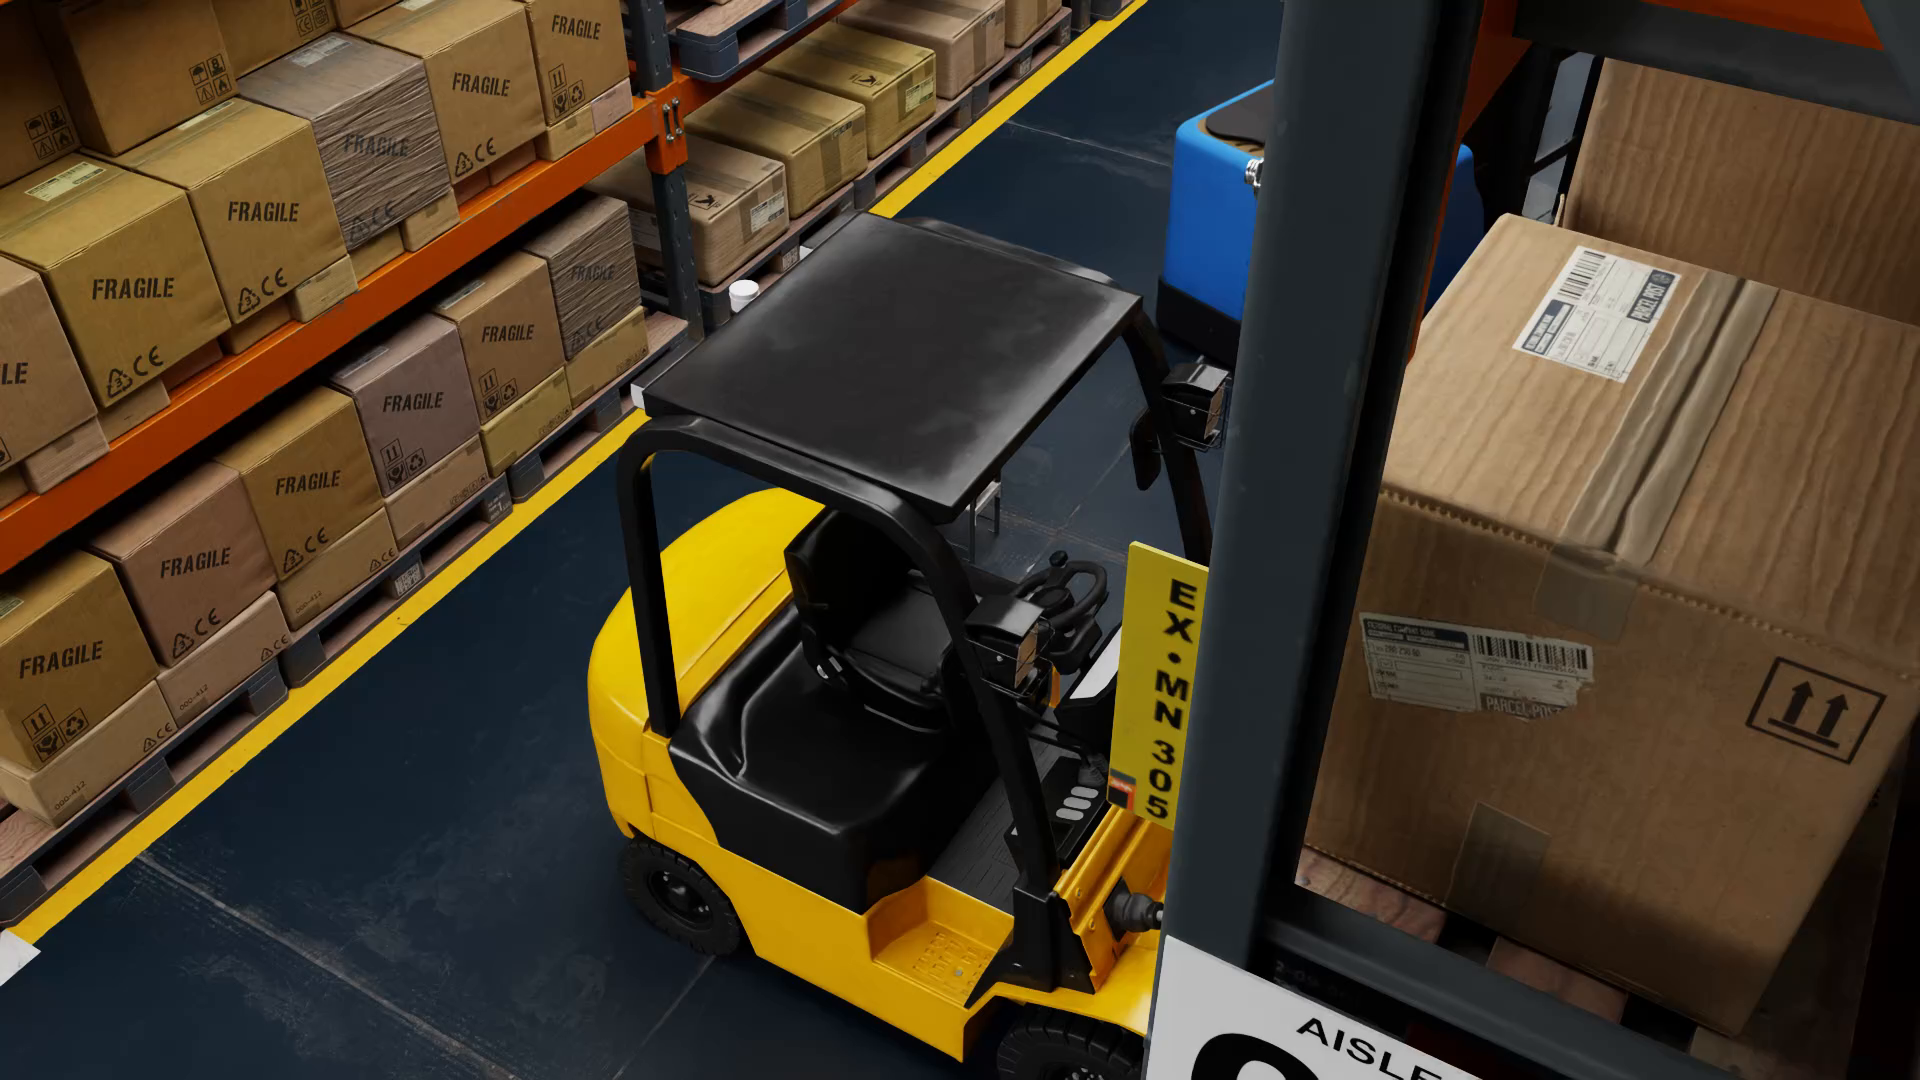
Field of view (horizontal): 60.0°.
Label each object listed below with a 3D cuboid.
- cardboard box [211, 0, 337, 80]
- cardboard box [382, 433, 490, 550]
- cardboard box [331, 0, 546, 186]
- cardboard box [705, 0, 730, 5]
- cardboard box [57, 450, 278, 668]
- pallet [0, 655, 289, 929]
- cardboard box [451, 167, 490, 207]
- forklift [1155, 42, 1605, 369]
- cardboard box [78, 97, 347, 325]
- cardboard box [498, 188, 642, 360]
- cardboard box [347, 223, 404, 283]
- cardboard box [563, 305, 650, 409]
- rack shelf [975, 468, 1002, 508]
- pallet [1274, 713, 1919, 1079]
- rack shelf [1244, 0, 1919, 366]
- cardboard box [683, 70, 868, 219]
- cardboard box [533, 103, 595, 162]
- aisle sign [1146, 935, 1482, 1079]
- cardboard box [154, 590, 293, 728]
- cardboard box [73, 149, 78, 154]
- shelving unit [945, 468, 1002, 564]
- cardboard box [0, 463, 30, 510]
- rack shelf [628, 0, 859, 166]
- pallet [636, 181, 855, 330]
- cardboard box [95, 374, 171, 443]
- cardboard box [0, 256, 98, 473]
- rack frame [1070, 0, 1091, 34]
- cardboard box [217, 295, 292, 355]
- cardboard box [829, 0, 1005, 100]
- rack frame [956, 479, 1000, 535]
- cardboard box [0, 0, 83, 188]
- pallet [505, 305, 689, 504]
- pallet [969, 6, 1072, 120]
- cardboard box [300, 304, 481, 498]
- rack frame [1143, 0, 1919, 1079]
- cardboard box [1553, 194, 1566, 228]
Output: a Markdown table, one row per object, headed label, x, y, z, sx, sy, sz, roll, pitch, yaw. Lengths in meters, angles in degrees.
| label | x | y | z | sx | sy | sz | roll | pitch | yaw |
| --- | --- | --- | --- | --- | --- | --- | --- | --- | --- |
| cardboard box | -2.610 | -1.954 | 5.642 | 0.700 | 0.500 | 0.500 | 20 | 45 | 21 |
| cardboard box | -2.232 | -0.274 | 6.554 | 0.500 | 0.250 | 0.500 | 22 | 46 | 23 |
| cardboard box | -1.911 | -1.689 | 6.097 | 0.500 | 0.500 | 0.500 | 22 | 46 | 23 |
| cardboard box | -1.103 | -2.448 | 7.132 | 0.380 | 0.149 | 0.250 | 22 | 46 | 23 |
| cardboard box | -2.742 | 0.024 | 5.648 | 0.500 | 0.500 | 0.500 | 19 | 45 | 21 |
| pallet | -3.179 | 0.666 | 5.834 | 1.003 | 0.211 | 1.213 | 21 | 45 | 22 |
| cardboard box | -2.003 | -1.388 | 6.246 | 0.380 | 0.149 | 0.250 | 20 | 45 | 21 |
| forklift | 2.338 | -2.512 | 7.385 | 3.031 | 2.935 | 1.130 | -32 | 50 | -31 |
| cardboard box | -2.419 | -1.096 | 5.424 | 0.500 | 0.500 | 0.500 | 20 | 45 | 21 |
| cardboard box | -1.716 | -1.153 | 6.985 | 0.500 | 0.500 | 0.500 | 20 | 45 | 22 |
| cardboard box | -2.209 | -1.075 | 5.891 | 0.380 | 0.149 | 0.250 | 20 | 45 | 21 |
| cardboard box | -1.716 | -0.871 | 7.233 | 0.500 | 0.250 | 0.500 | 23 | 46 | 24 |
| rack shelf | 0.004 | -0.250 | 6.539 | 0.258 | 0.077 | 0.200 | 21 | 45 | 22 |
| pallet | 1.021 | 0.267 | 1.975 | 1.003 | 0.211 | 1.213 | 21 | 45 | 22 |
| rack shelf | 1.646 | -1.220 | 2.174 | 1.077 | 0.370 | 4.000 | 21 | 45 | 22 |
| cardboard box | -1.036 | -2.058 | 8.488 | 0.950 | 0.372 | 0.625 | 24 | 47 | 25 |
| cardboard box | -1.669 | -1.649 | 6.543 | 0.380 | 0.149 | 0.250 | 22 | 46 | 23 |
| aisle sign | 0.358 | 0.720 | 1.695 | 0.394 | 0.787 | 0.004 | 21 | 45 | 22 |
| cardboard box | -2.749 | 0.331 | 5.868 | 0.500 | 0.250 | 0.500 | 23 | 46 | 24 |
| cardboard box | -3.113 | -1.005 | 5.321 | 0.500 | 0.500 | 0.500 | 21 | 45 | 22 |
| shelving unit | 0.004 | -0.342 | 6.458 | 0.258 | 0.900 | 0.210 | 21 | 45 | 22 |
| cardboard box | -2.988 | -0.190 | 4.886 | 0.380 | 0.149 | 0.250 | 19 | 45 | 21 |
| rack shelf | -0.652 | -3.047 | 8.485 | 1.077 | 0.370 | 4.000 | 21 | 45 | 22 |
| pallet | -1.264 | -1.572 | 8.376 | 1.003 | 0.211 | 1.213 | 21 | 45 | 22 |
| cardboard box | -2.721 | -0.479 | 5.214 | 0.380 | 0.149 | 0.250 | 22 | 46 | 23 |
| cardboard box | -2.921 | -0.510 | 4.759 | 0.500 | 0.500 | 0.500 | 22 | 46 | 23 |
| rack frame | 0.349 | -4.462 | 9.547 | 1.000 | 3.000 | 0.127 | 21 | 45 | 22 |
| cardboard box | -2.483 | -0.791 | 5.569 | 0.380 | 0.149 | 0.250 | 20 | 45 | 21 |
| cardboard box | -0.305 | -2.888 | 9.431 | 0.950 | 0.372 | 0.625 | 20 | 45 | 21 |
| rack frame | 0.055 | -0.401 | 6.524 | 0.240 | 0.900 | 0.006 | 21 | 45 | 22 |
| cardboard box | -3.162 | -1.386 | 4.997 | 0.700 | 0.500 | 0.500 | 20 | 45 | 22 |
| pallet | -1.958 | -0.730 | 7.420 | 1.003 | 0.211 | 1.213 | 21 | 45 | 22 |
| pallet | -0.043 | -2.968 | 9.961 | 1.003 | 0.211 | 1.213 | 21 | 45 | 22 |
| cardboard box | -2.224 | -0.569 | 6.322 | 0.500 | 0.500 | 0.500 | 23 | 46 | 24 |
| rack frame | 0.645 | -0.496 | 0.504 | 1.000 | 3.000 | 0.127 | 21 | 45 | 22 |
| cardboard box | 0.924 | -0.235 | 2.186 | 0.396 | 0.266 | 0.258 | 21 | 46 | 22 |
